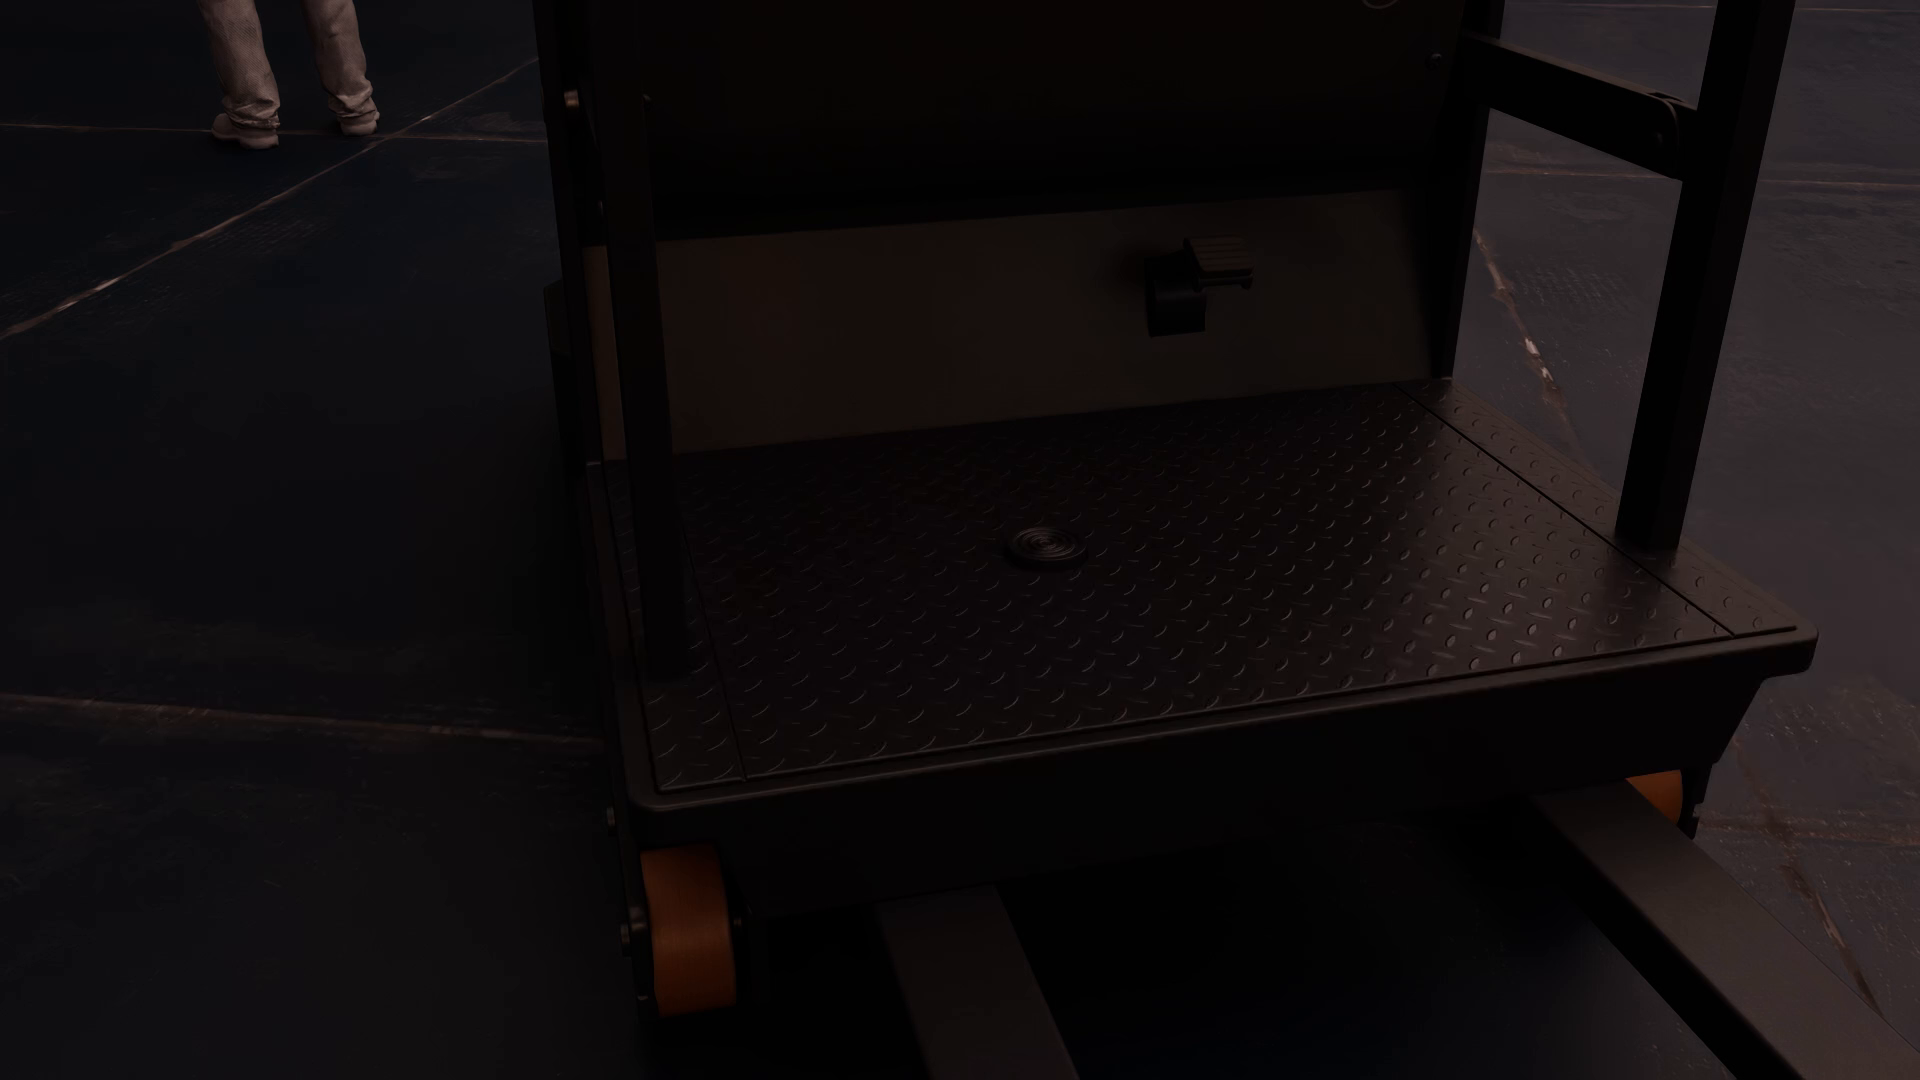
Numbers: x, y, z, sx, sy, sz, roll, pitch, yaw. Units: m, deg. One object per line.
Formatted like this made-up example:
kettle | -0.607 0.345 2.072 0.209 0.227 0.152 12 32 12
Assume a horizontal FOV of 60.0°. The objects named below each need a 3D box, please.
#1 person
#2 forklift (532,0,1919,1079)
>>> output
person | -1.955 -1.967 4.459 0.594 1.773 0.457 -19 32 -33
forklift | 0.153 -1.049 1.319 1.130 2.935 3.031 -7 27 -13
